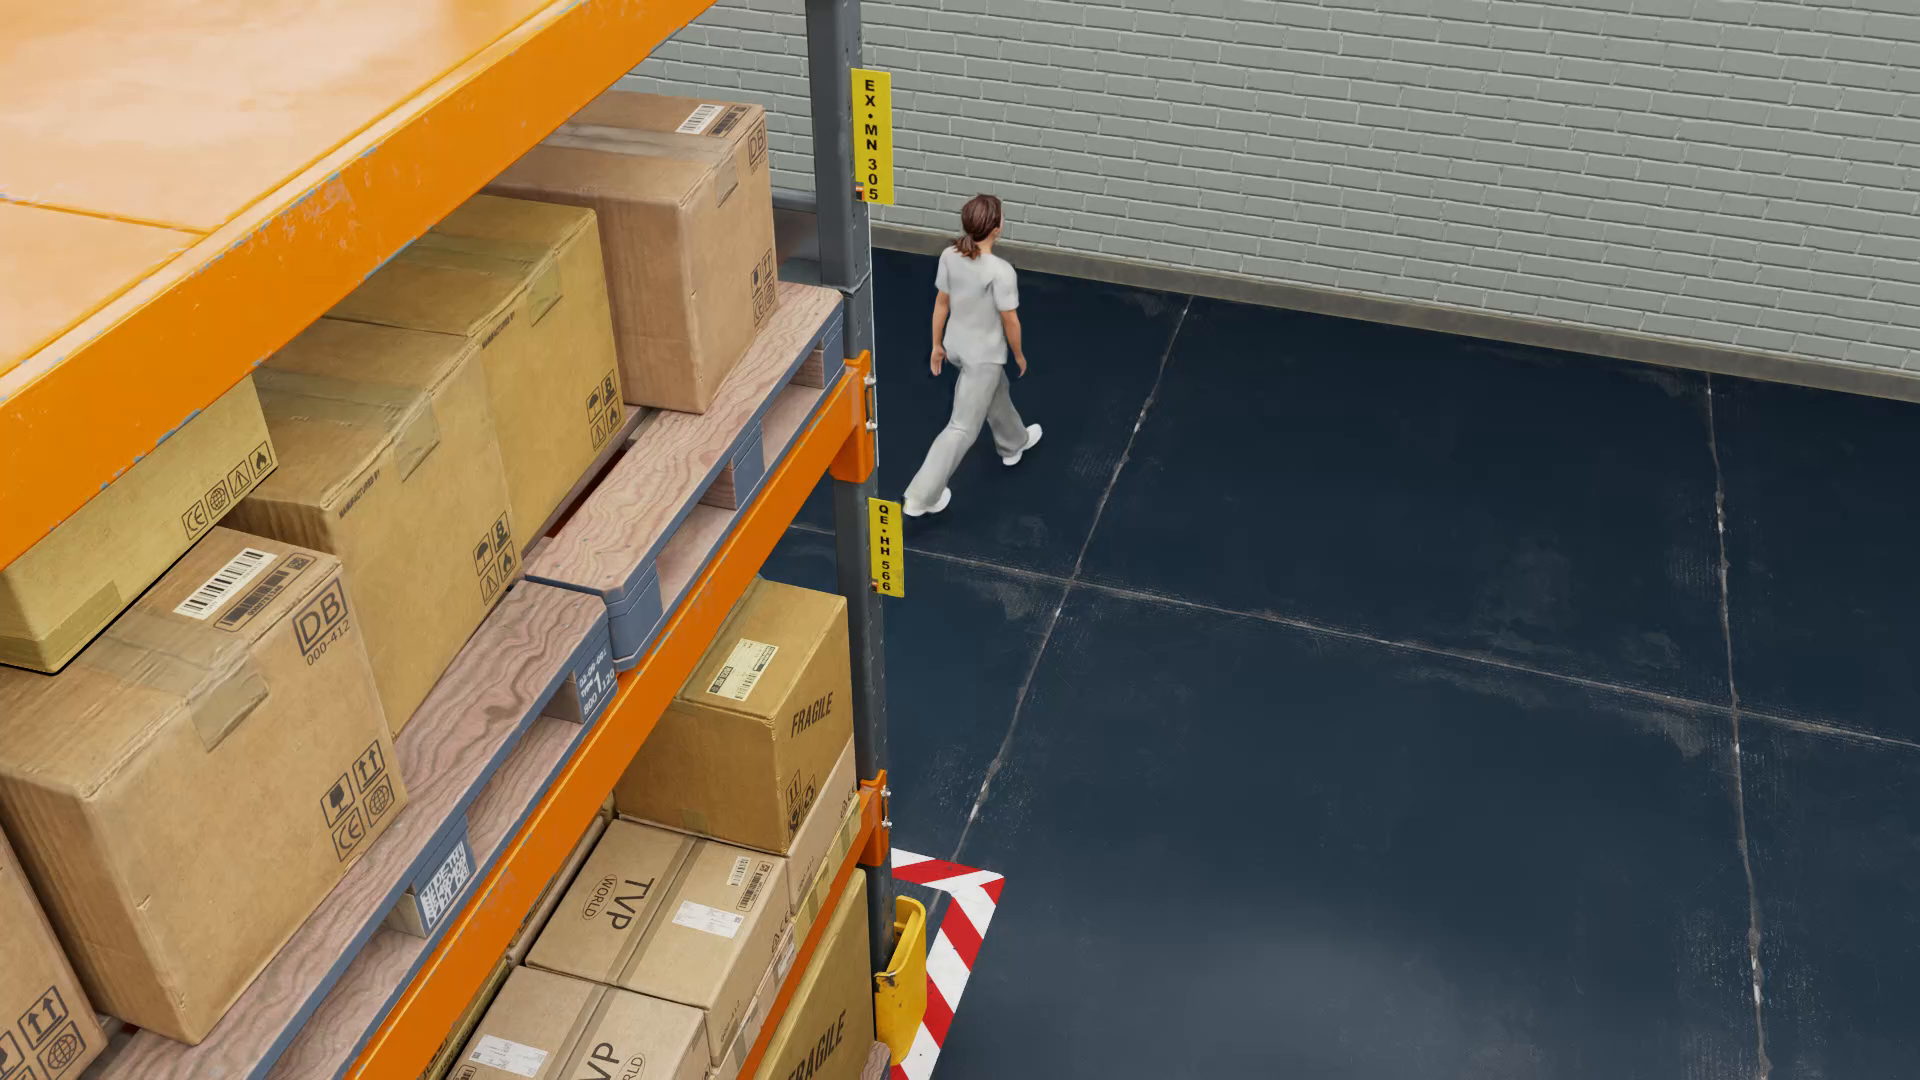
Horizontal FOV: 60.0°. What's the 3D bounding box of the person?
[{"bbox_3d":[0.088,-0.920,8.126,1.076,1.617,0.442,-29,46,-33],"label":"person"}]
